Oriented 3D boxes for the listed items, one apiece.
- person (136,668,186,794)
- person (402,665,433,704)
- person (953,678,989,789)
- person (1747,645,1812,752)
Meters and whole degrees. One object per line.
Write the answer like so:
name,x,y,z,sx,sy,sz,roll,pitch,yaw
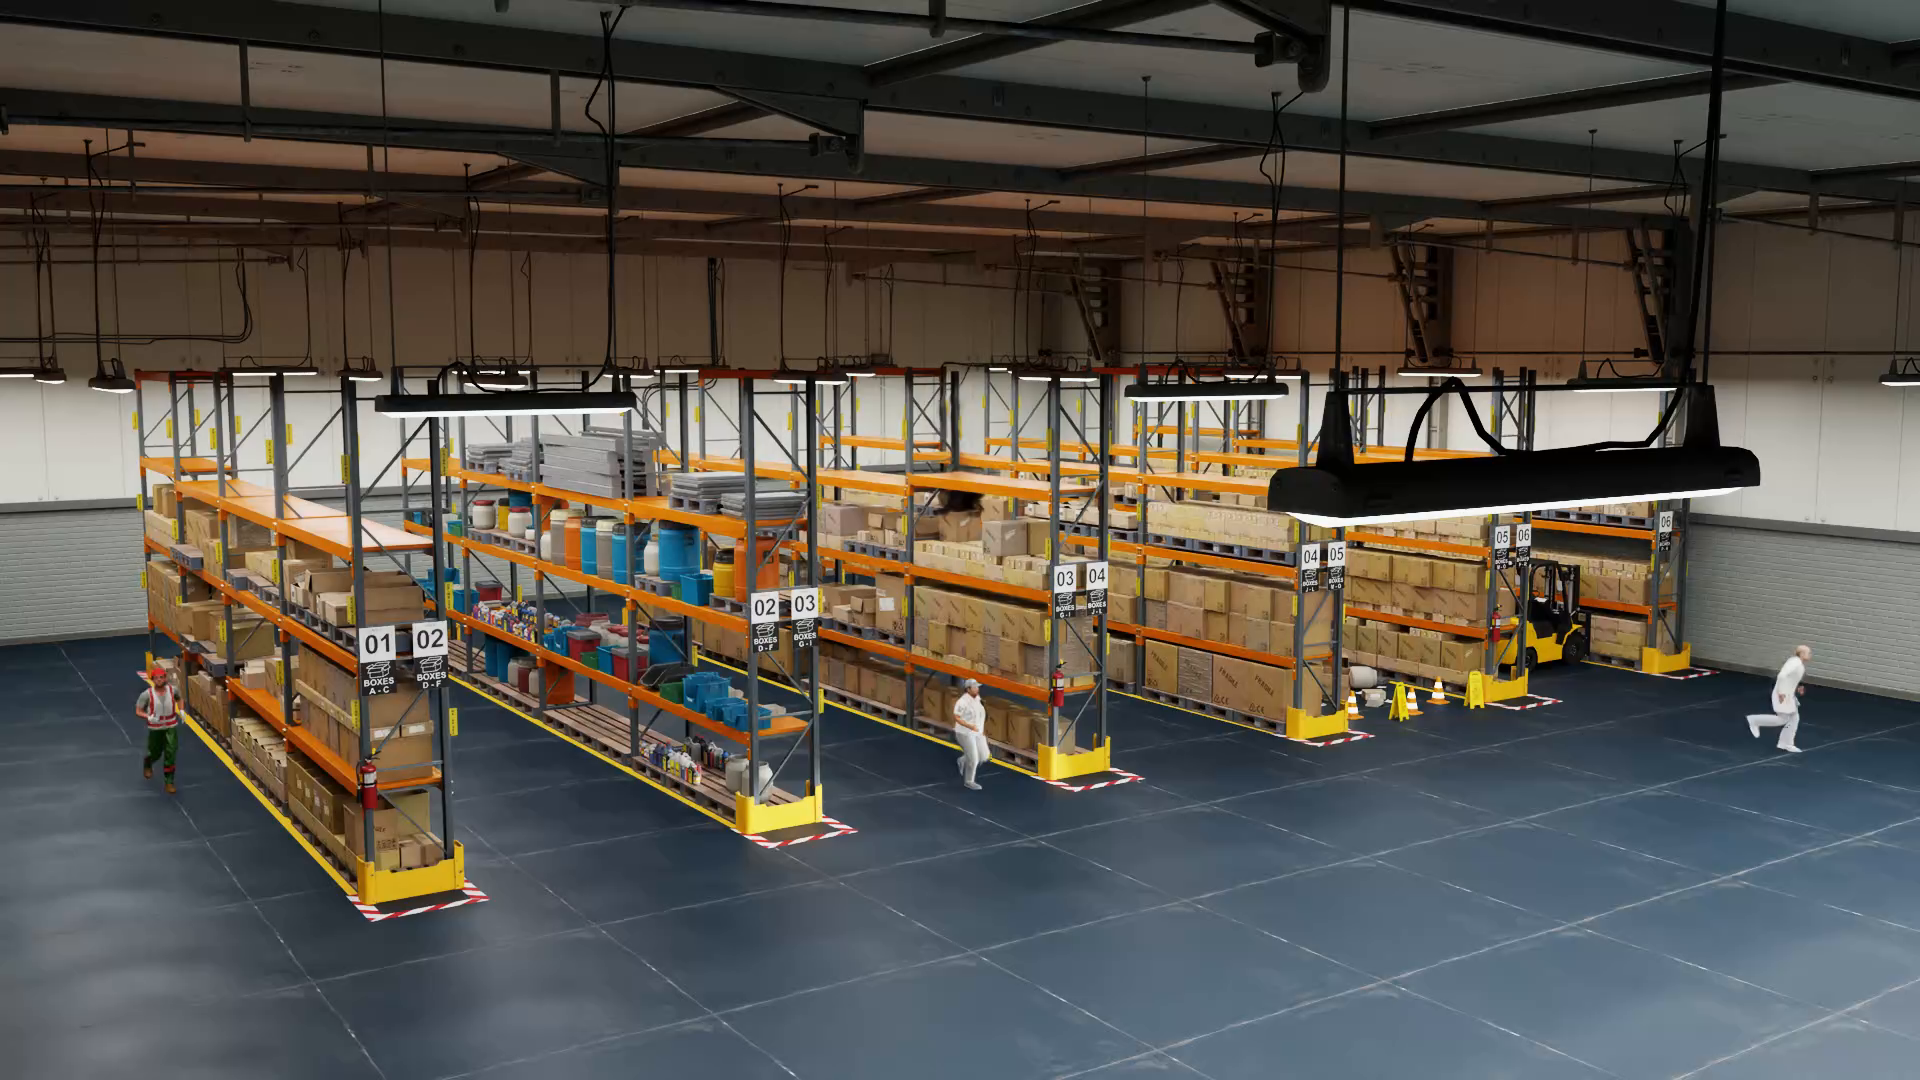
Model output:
person,-11.588,2.731,24.131,0.667,1.786,0.956,-5,8,-37
person,-8.971,2.400,27.805,0.662,1.592,0.506,6,9,42
person,0.139,2.814,24.202,0.560,1.631,0.601,5,8,37
person,13.086,2.510,26.579,0.874,1.724,0.711,3,7,26
